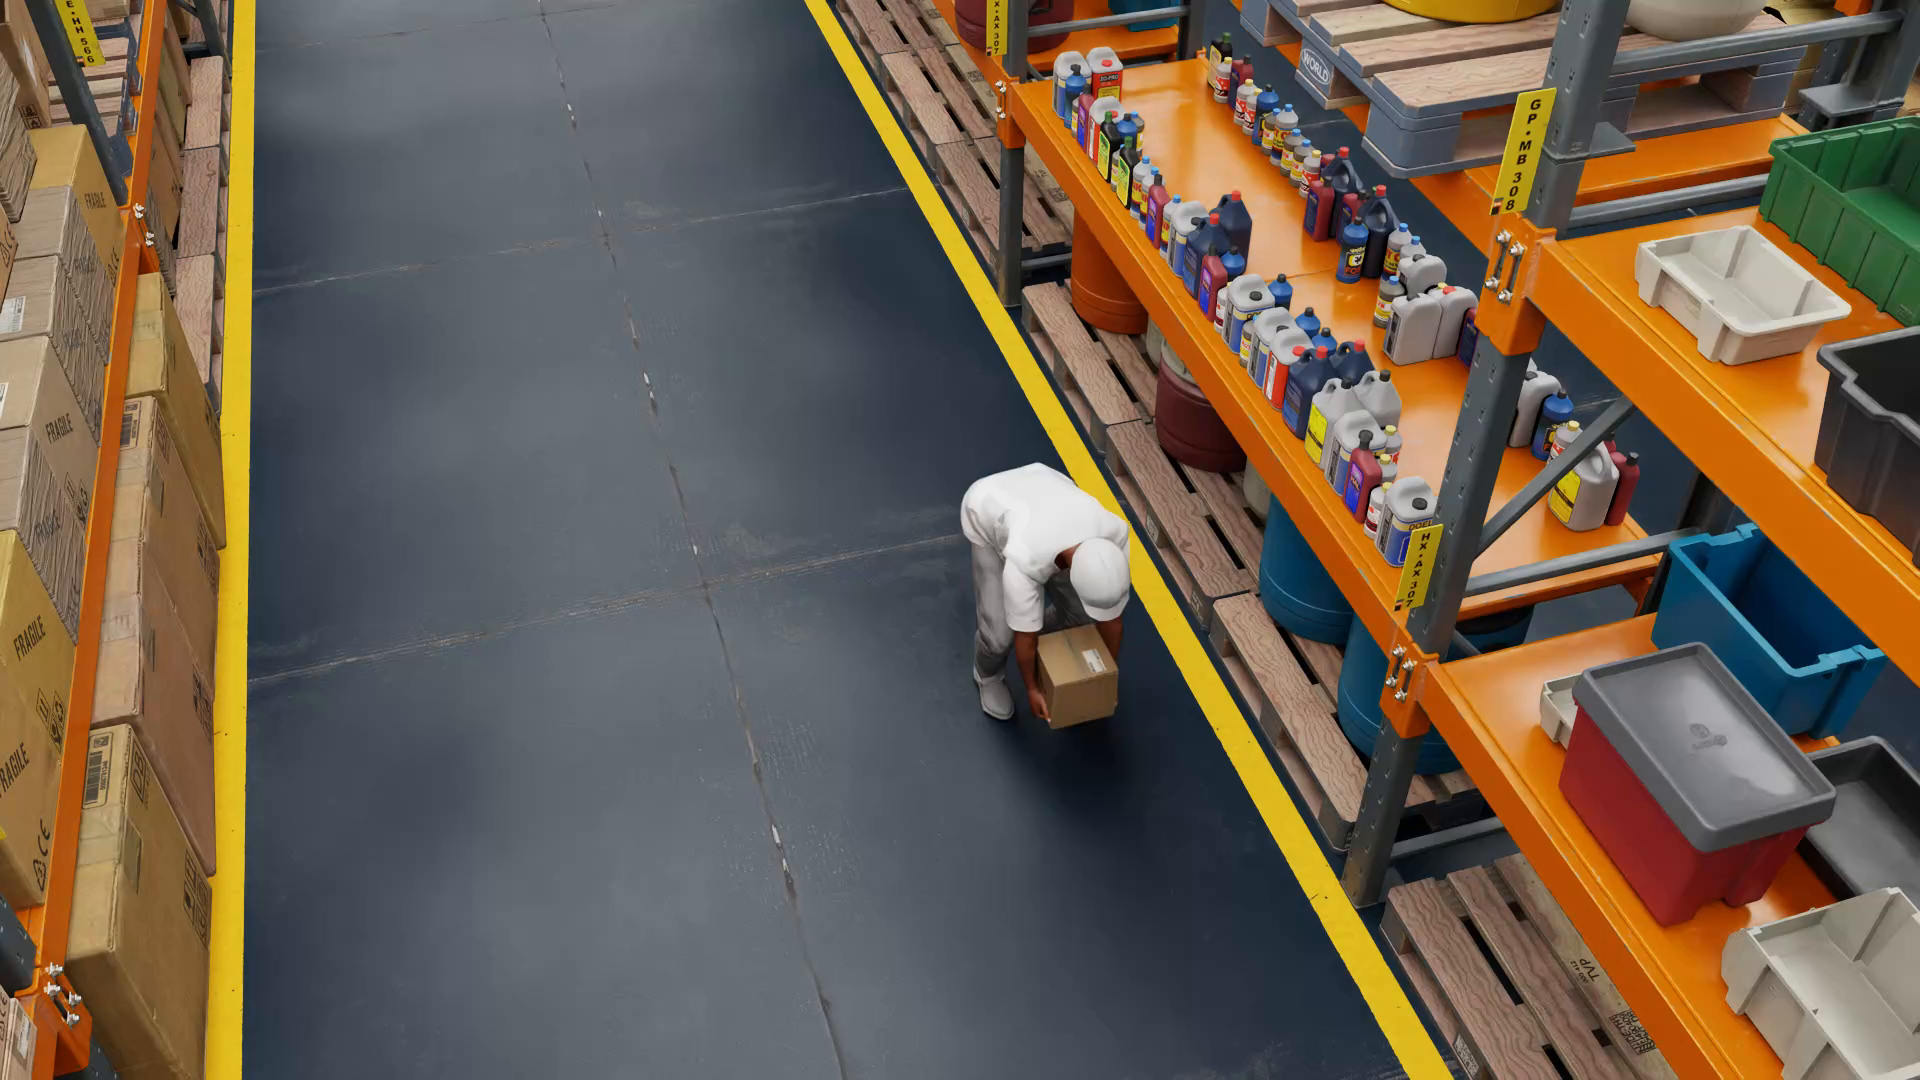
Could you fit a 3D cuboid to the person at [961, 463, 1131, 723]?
[{"bbox_3d":[0.346,0.261,6.250,0.498,1.231,0.946,-15,44,-16],"label":"person"}]
